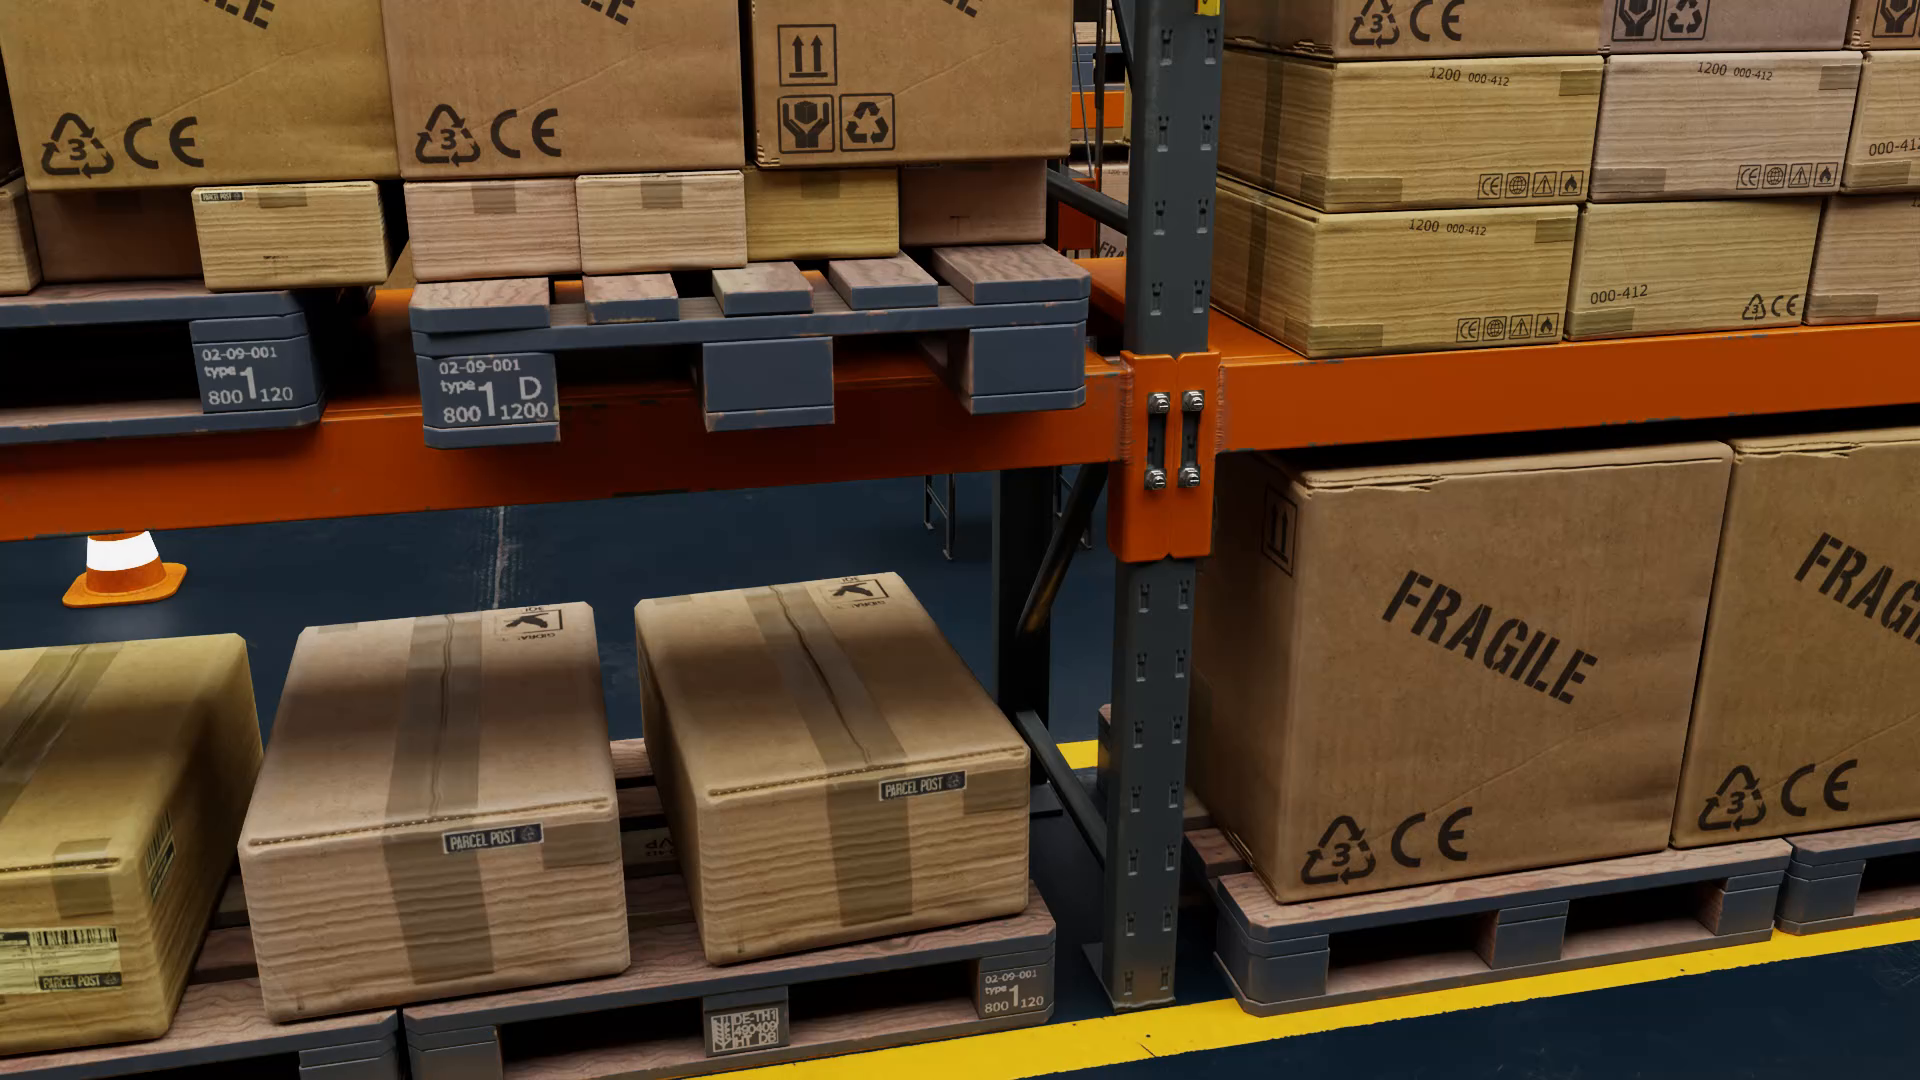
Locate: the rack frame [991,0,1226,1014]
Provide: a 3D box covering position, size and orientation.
[{"bbox_3d":[0.250,-0.648,3.223,0.127,3.000,1.000,-5,21,-12],"label":"rack frame"}]

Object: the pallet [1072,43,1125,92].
[{"bbox_3d":[0.930,-2.377,8.223,1.213,0.211,1.003,-5,21,-12],"label":"pallet"}]

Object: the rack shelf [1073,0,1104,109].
[{"bbox_3d":[0.161,-1.644,5.253,0.480,0.518,0.431,-5,21,-12],"label":"rack shelf"}]

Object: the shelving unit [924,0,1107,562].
[{"bbox_3d":[0.161,-0.999,5.489,0.503,2.100,0.431,-5,21,-12],"label":"shelving unit"}]

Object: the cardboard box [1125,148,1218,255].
[{"bbox_3d":[0.683,-0.705,3.596,0.500,0.250,0.500,-5,21,-14],"label":"cardboard box"}]

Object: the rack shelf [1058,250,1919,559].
[{"bbox_3d":[2.196,-0.469,3.779,4.000,0.370,1.077,-5,21,-12],"label":"rack shelf"}]

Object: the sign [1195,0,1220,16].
[{"bbox_3d":[0.384,-0.974,2.544,0.005,0.325,0.100,-5,21,-12],"label":"sign"}]

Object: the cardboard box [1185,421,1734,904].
[{"bbox_3d":[0.941,0.125,3.590,0.875,0.875,0.875,-5,21,-13],"label":"cardboard box"}]

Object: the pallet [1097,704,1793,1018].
[{"bbox_3d":[1.035,0.624,3.804,1.213,0.211,1.003,-5,21,-12],"label":"pallet"}]

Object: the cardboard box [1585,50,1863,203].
[{"bbox_3d":[1.303,-0.811,3.158,0.500,0.250,0.500,-4,21,-11],"label":"cardboard box"}]

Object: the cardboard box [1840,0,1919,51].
[{"bbox_3d":[1.774,-1.200,3.131,0.500,0.500,0.500,-4,21,-11],"label":"cardboard box"}]

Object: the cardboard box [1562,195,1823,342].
[{"bbox_3d":[1.280,-0.579,3.252,0.500,0.250,0.500,-5,21,-14],"label":"cardboard box"}]

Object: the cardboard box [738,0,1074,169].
[{"bbox_3d":[-0.128,-0.903,2.730,0.500,0.500,0.500,-5,21,-14],"label":"cardboard box"}]

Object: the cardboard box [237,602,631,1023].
[{"bbox_3d":[-1.018,0.491,3.323,0.625,0.372,0.950,-5,21,-14],"label":"cardboard box"}]

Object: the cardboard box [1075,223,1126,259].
[{"bbox_3d":[0.747,-1.374,8.229,0.500,0.500,0.500,-5,21,-14],"label":"cardboard box"}]

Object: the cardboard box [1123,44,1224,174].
[{"bbox_3d":[0.663,-0.936,3.500,0.500,0.250,0.500,-5,21,-13],"label":"cardboard box"}]

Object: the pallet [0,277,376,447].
[{"bbox_3d":[-1.667,-0.388,2.791,1.213,0.211,1.003,-5,21,-12],"label":"pallet"}]

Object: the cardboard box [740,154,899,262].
[{"bbox_3d":[-0.259,-0.577,2.784,0.250,0.149,0.380,-4,21,-12],"label":"cardboard box"}]

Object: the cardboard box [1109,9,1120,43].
[{"bbox_3d":[0.784,-2.450,7.896,0.250,0.149,0.380,-4,21,-12],"label":"cardboard box"}]

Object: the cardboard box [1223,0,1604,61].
[{"bbox_3d":[0.786,-1.122,2.917,0.500,0.500,0.500,-5,21,-14],"label":"cardboard box"}]

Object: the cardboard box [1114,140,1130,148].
[{"bbox_3d":[1.111,-1.937,8.676,0.500,0.250,0.500,-4,20,-10],"label":"cardboard box"}]

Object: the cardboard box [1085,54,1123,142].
[{"bbox_3d":[1.244,-3.424,13.280,0.875,0.875,1.225,-5,21,-12],"label":"cardboard box"}]

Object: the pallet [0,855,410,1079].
[{"bbox_3d":[-1.696,0.818,3.275,1.213,0.211,1.003,-5,21,-12],"label":"pallet"}]

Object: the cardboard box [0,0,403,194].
[{"bbox_3d":[-1.120,-0.818,2.499,0.500,0.500,0.500,-6,21,-16],"label":"cardboard box"}]

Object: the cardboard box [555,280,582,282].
[{"bbox_3d":[-1.601,-1.420,7.990,0.750,0.750,1.050,-5,21,-13],"label":"cardboard box"}]

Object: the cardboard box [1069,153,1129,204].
[{"bbox_3d":[0.718,-1.721,8.086,0.500,0.250,0.500,-4,21,-12],"label":"cardboard box"}]

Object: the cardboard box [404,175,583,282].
[{"bbox_3d":[-0.741,-0.525,2.642,0.250,0.149,0.380,-6,21,-15],"label":"cardboard box"}]

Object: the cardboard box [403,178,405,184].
[{"bbox_3d":[-0.941,-0.732,3.206,0.250,0.149,0.380,-5,21,-12],"label":"cardboard box"}]

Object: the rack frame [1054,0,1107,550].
[{"bbox_3d":[0.399,-1.018,5.542,0.015,2.100,0.400,-5,21,-12],"label":"rack frame"}]

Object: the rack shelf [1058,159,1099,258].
[{"bbox_3d":[0.161,-0.986,5.494,0.480,0.518,0.431,-5,21,-12],"label":"rack shelf"}]

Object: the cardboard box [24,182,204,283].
[{"bbox_3d":[-1.279,-0.521,2.630,0.250,0.149,0.380,-4,21,-12],"label":"cardboard box"}]
